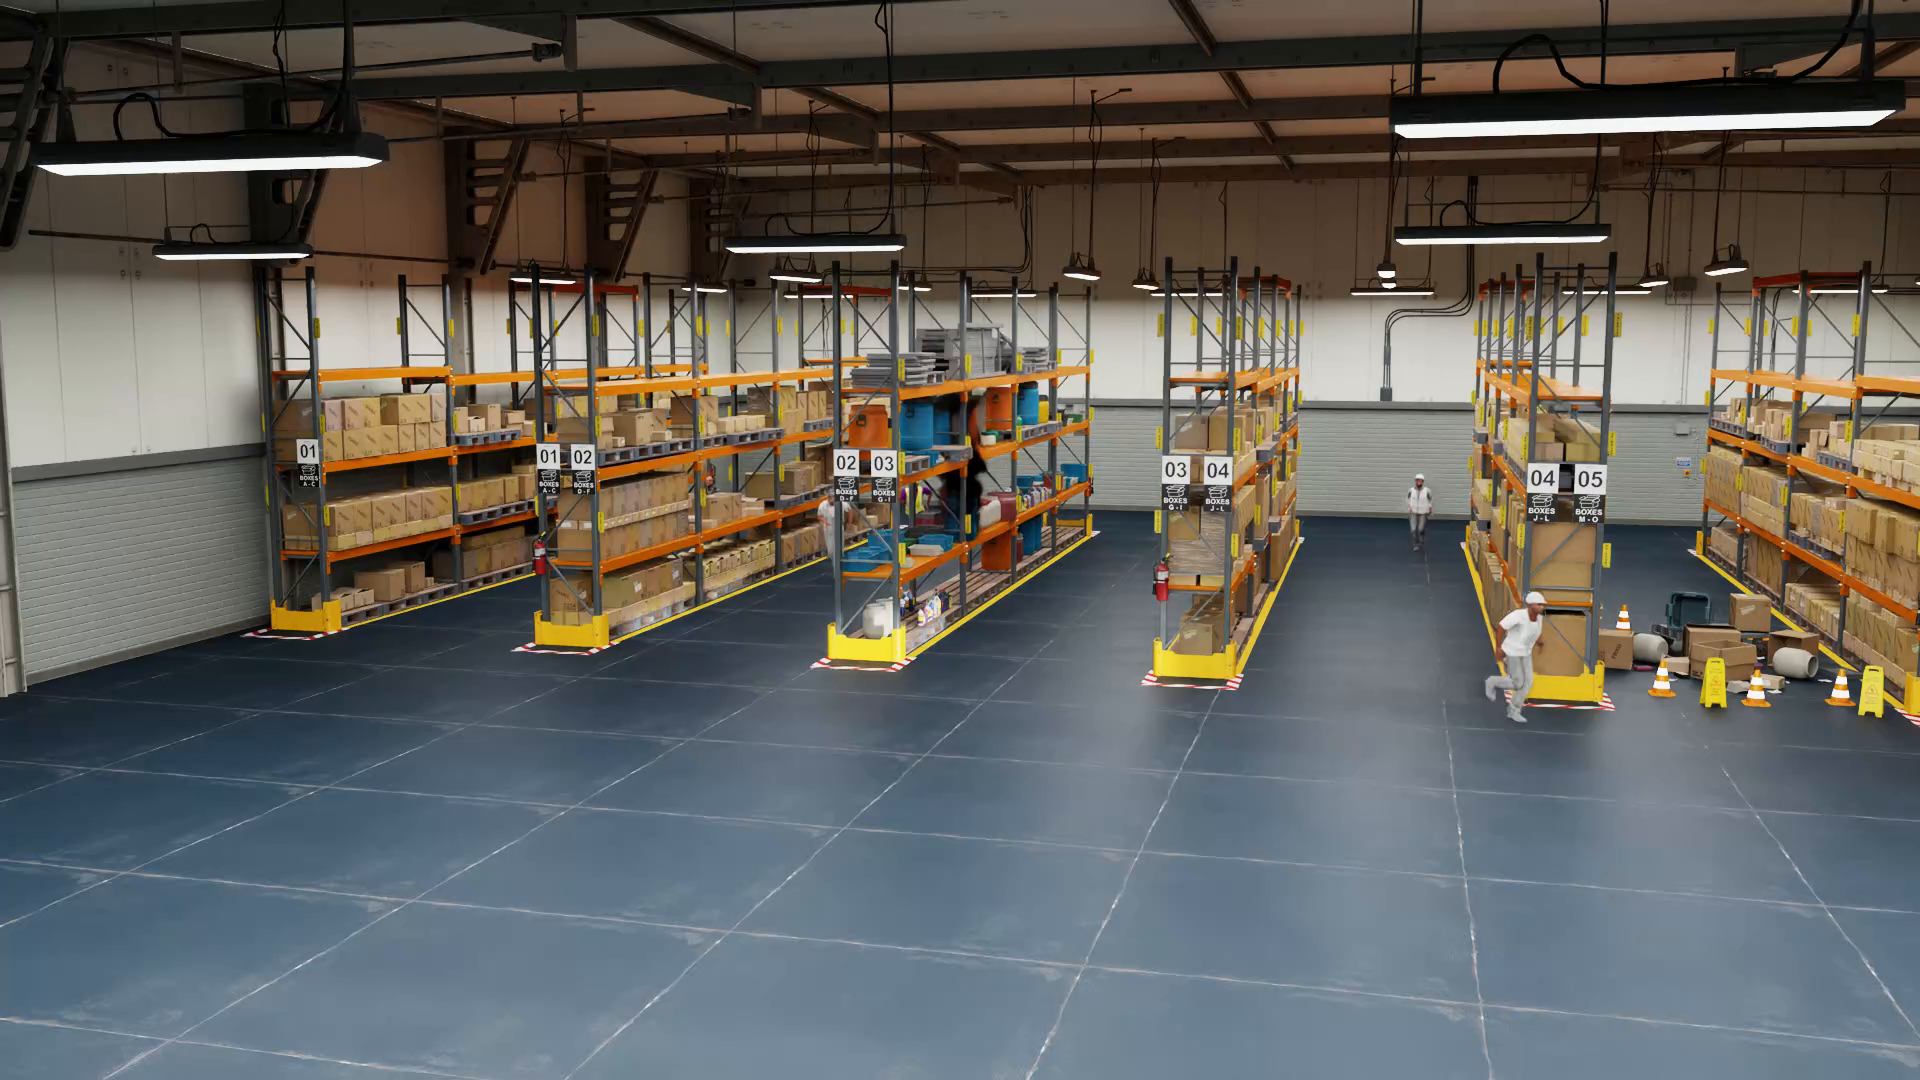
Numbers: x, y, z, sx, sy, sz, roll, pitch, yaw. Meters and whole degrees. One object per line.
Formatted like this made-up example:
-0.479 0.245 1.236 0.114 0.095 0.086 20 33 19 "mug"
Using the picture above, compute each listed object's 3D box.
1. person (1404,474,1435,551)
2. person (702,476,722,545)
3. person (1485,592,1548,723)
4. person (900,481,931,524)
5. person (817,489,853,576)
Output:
10.415 -0.631 37.755 0.661 1.731 0.585 3 8 23 "person"
-5.636 -0.606 37.714 0.647 1.698 0.829 1 7 8 "person"
7.162 1.478 21.417 0.686 1.693 0.845 -5 9 -37 "person"
-1.007 -0.547 37.081 0.690 1.765 0.952 1 7 11 "person"
-2.403 -0.154 31.862 0.654 1.710 0.731 1 7 8 "person"
